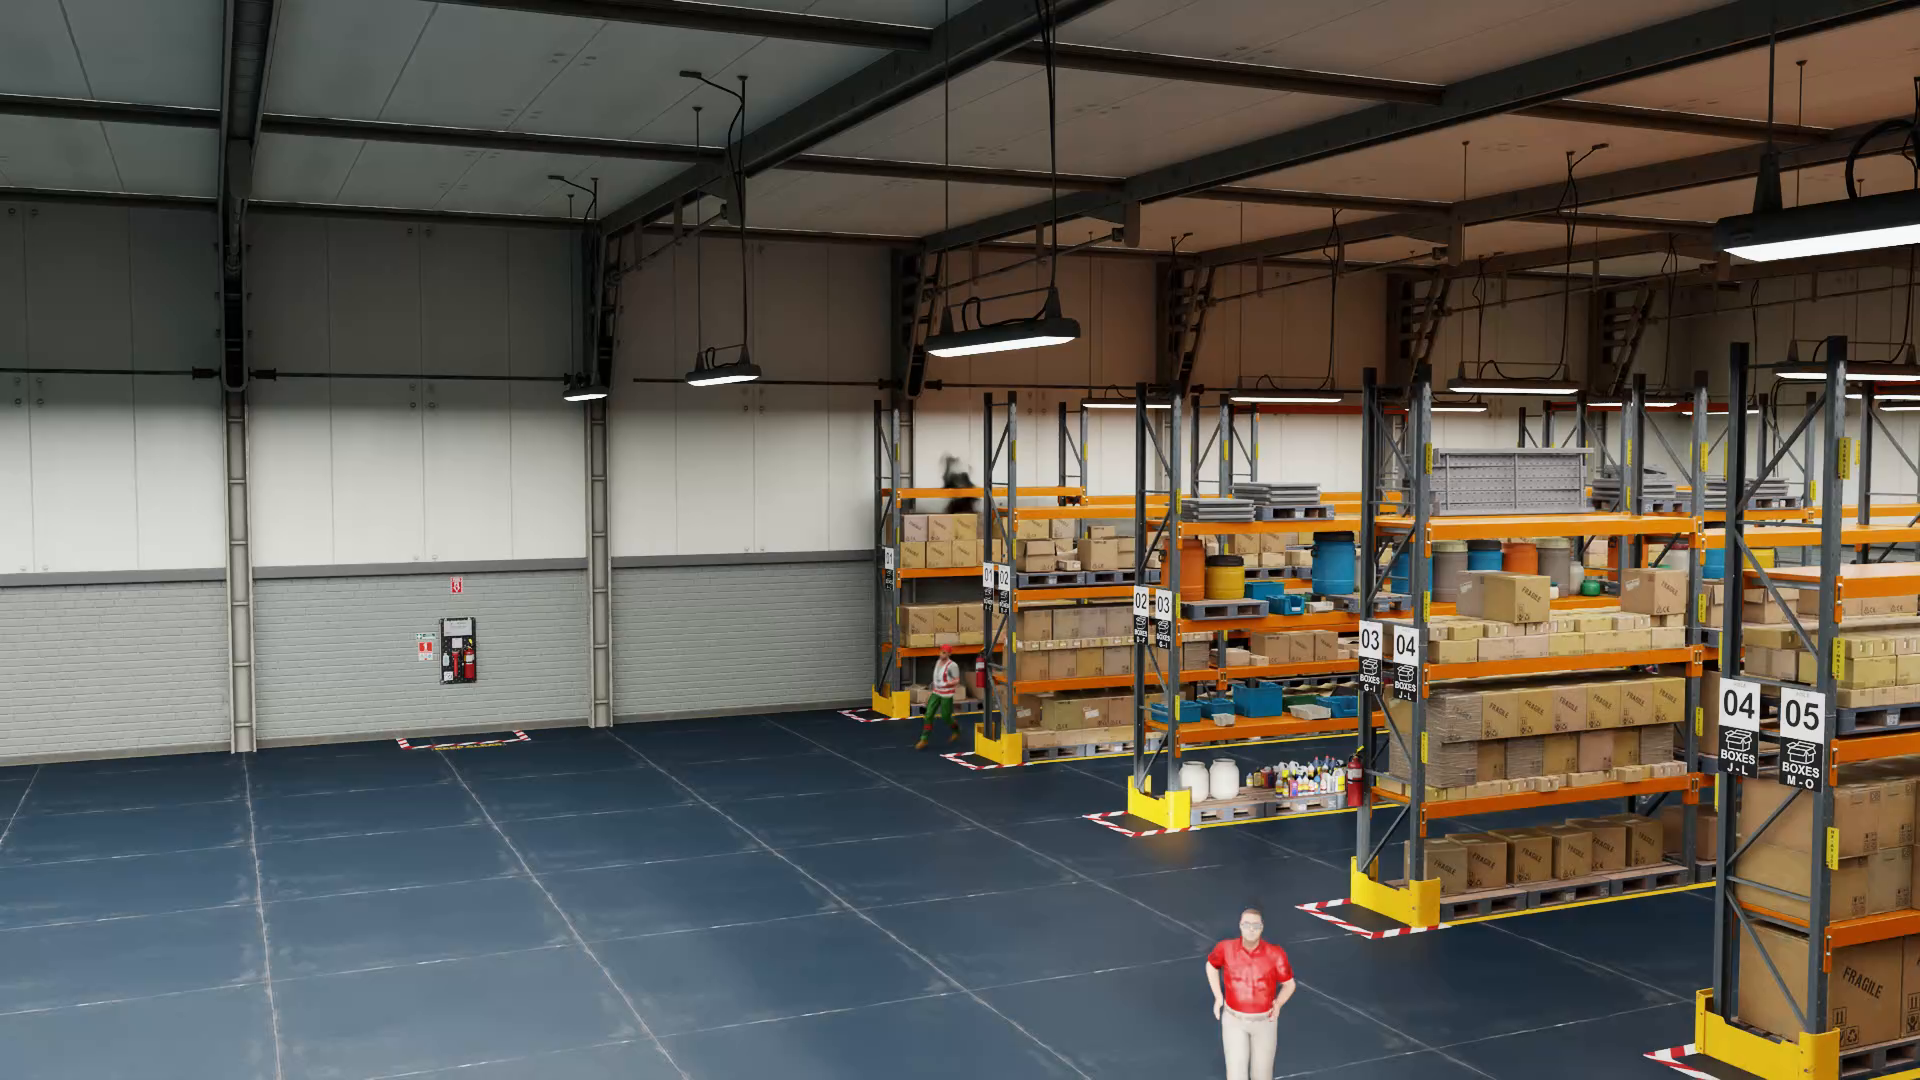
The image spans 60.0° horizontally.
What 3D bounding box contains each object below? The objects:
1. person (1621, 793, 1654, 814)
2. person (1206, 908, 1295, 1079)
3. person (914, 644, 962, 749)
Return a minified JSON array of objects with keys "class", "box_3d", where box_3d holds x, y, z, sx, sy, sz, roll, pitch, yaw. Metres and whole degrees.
[{"class":"person","box_3d":[9.474,3.006,23.236,0.803,1.634,0.557,-2,4,-33]},{"class":"person","box_3d":[2.157,3.601,12.389,0.663,1.727,0.903,1,3,11]},{"class":"person","box_3d":[-0.255,2.633,28.189,0.699,1.778,0.963,3,5,43]}]
